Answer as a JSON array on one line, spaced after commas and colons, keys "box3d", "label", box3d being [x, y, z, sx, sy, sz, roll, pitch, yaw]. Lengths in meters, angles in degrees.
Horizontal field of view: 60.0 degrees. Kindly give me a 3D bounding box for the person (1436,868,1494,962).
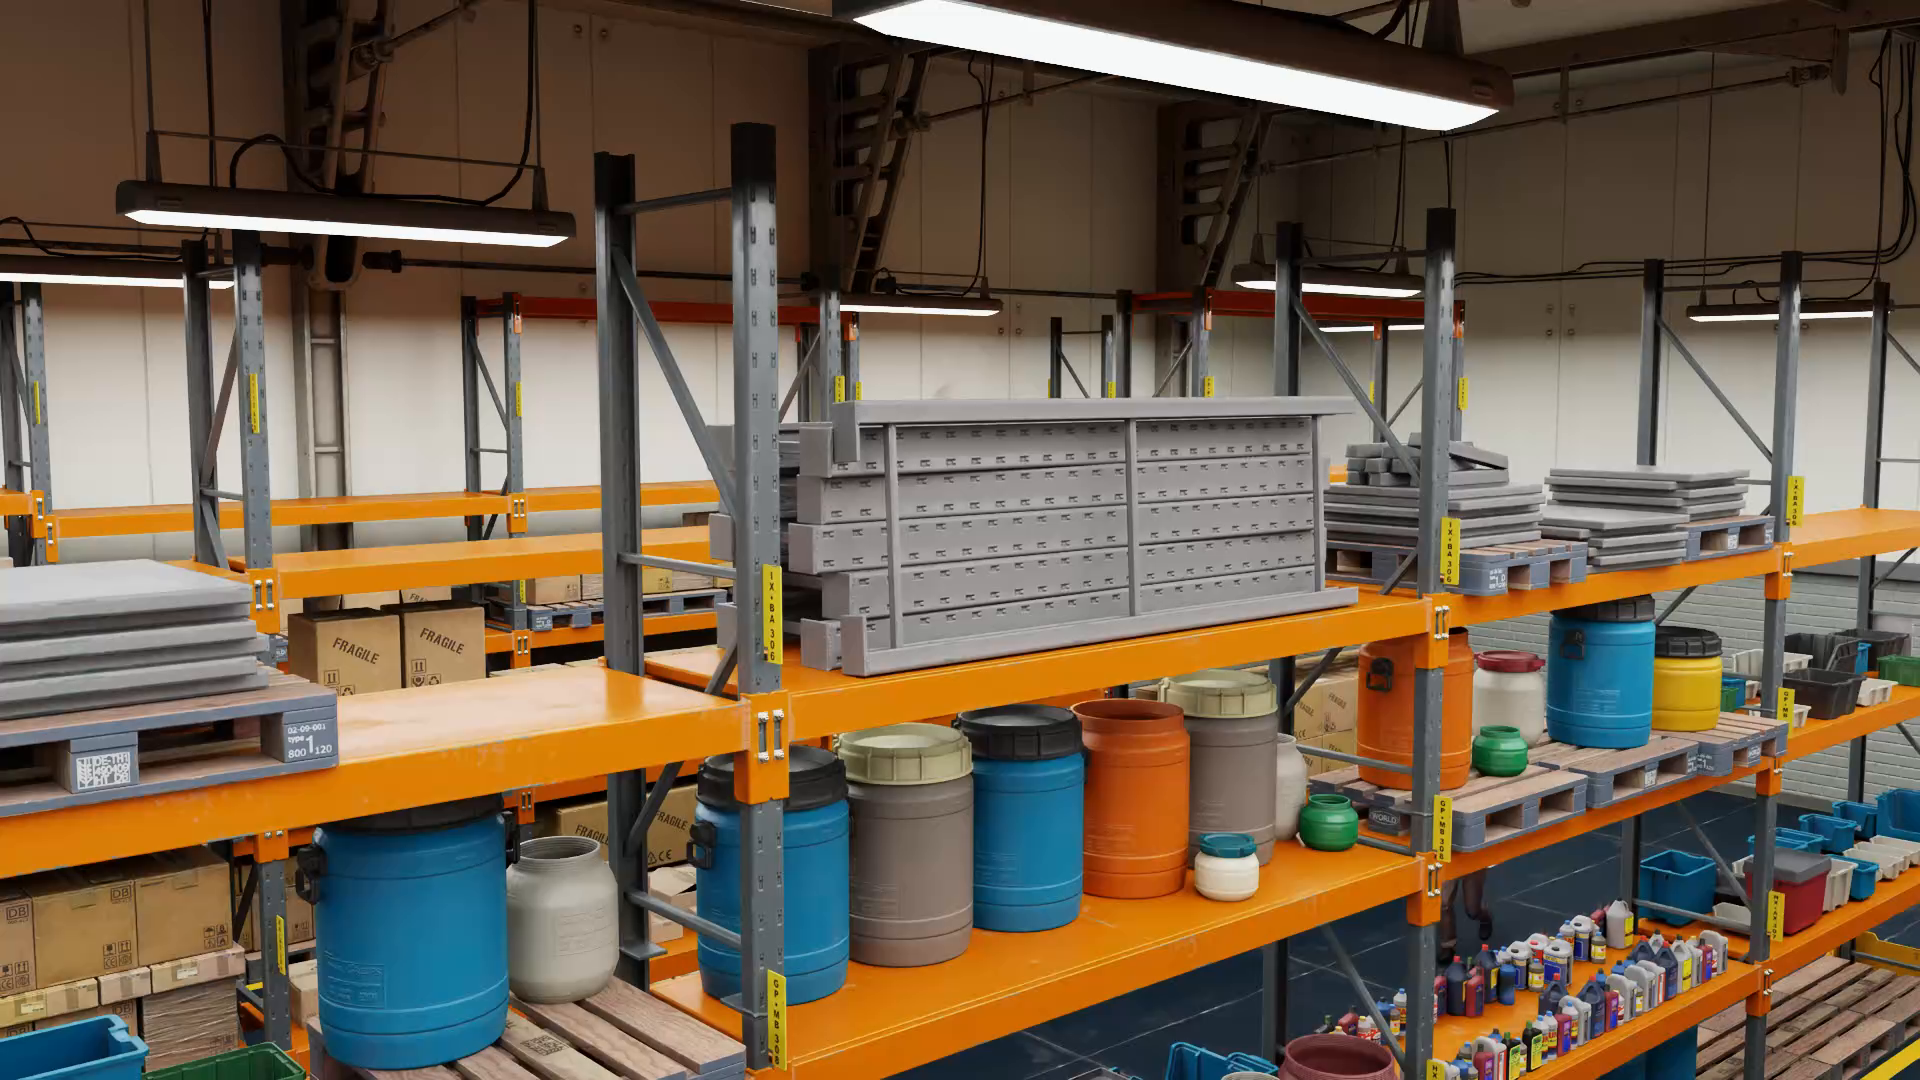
[{"box3d": [4.540, 2.907, 15.002, 0.670, 1.692, 0.821, 5, 7, 40], "label": "person"}]
